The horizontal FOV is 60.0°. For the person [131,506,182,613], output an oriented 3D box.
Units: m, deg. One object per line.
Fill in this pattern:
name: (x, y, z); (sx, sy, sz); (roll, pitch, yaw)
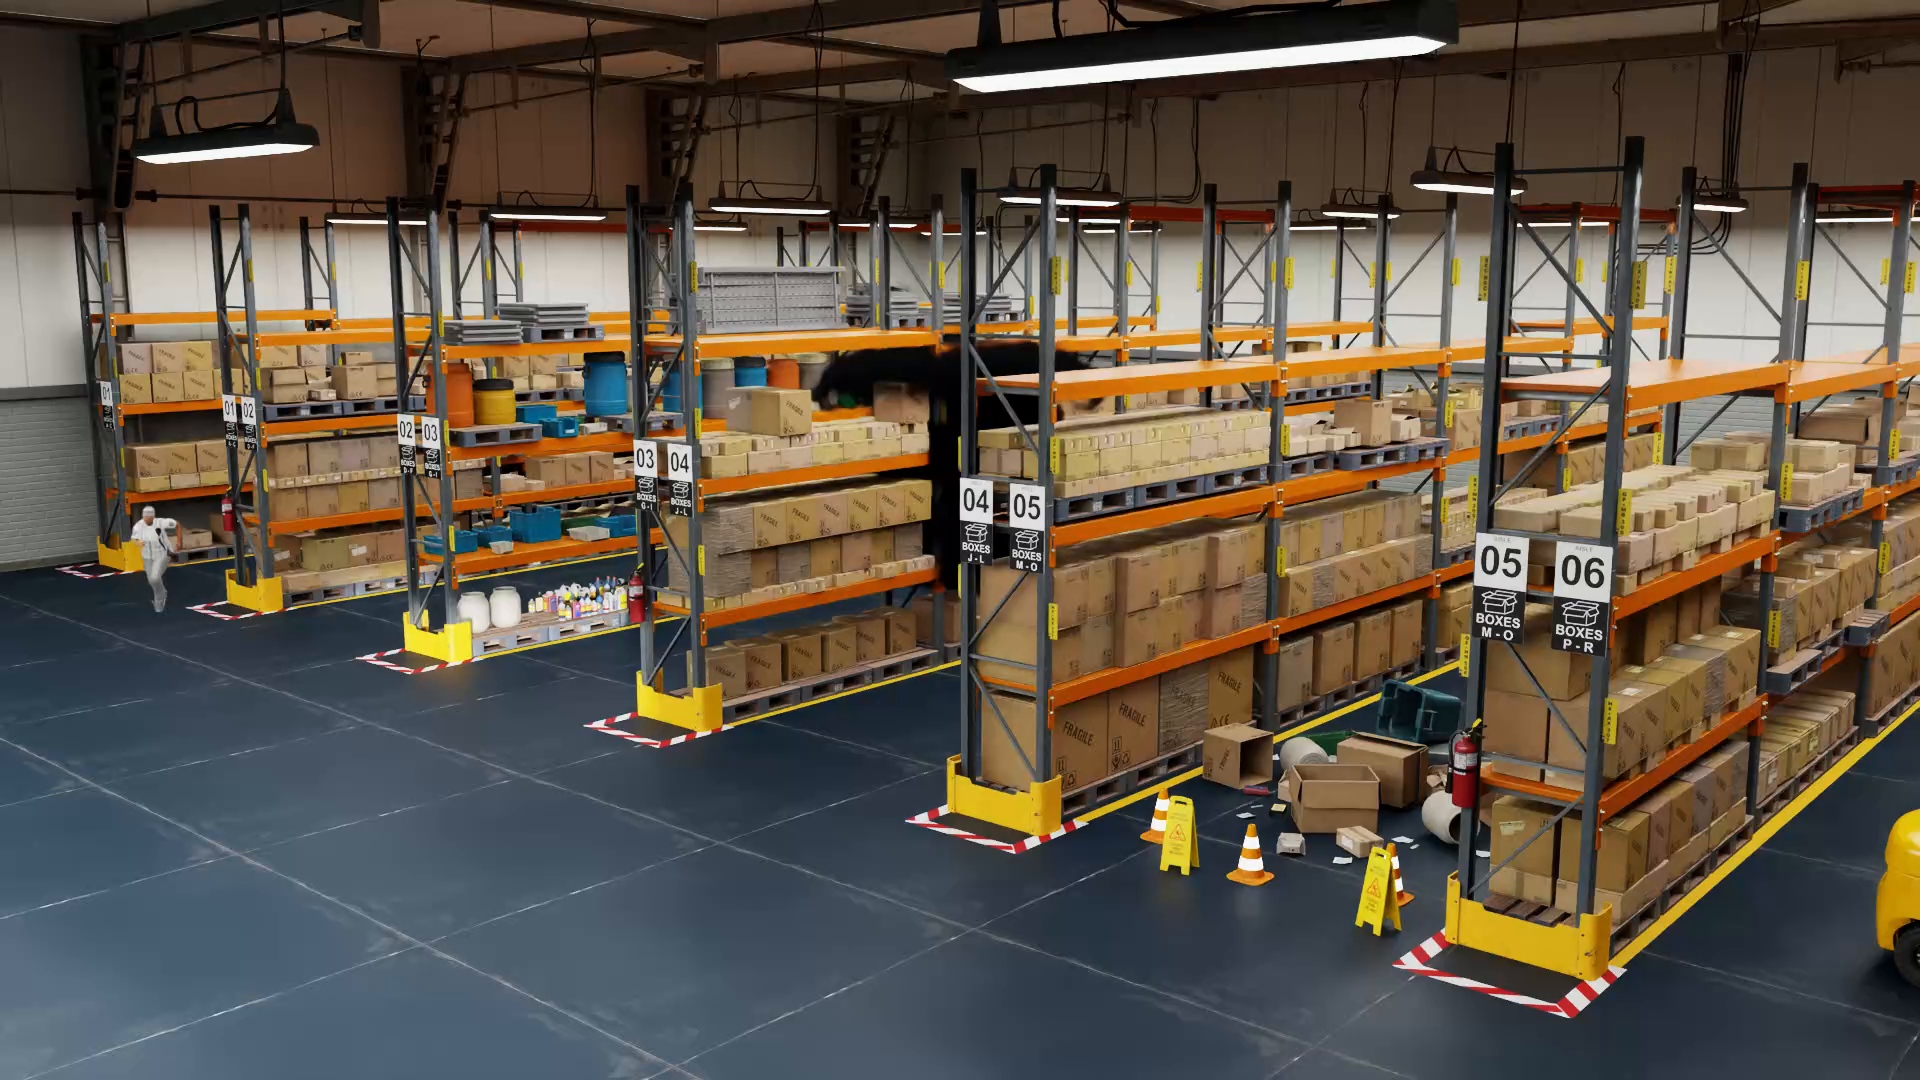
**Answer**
person: (-11.995, 0.292, 24.908); (0.635, 1.681, 0.871); (0, 9, -2)
